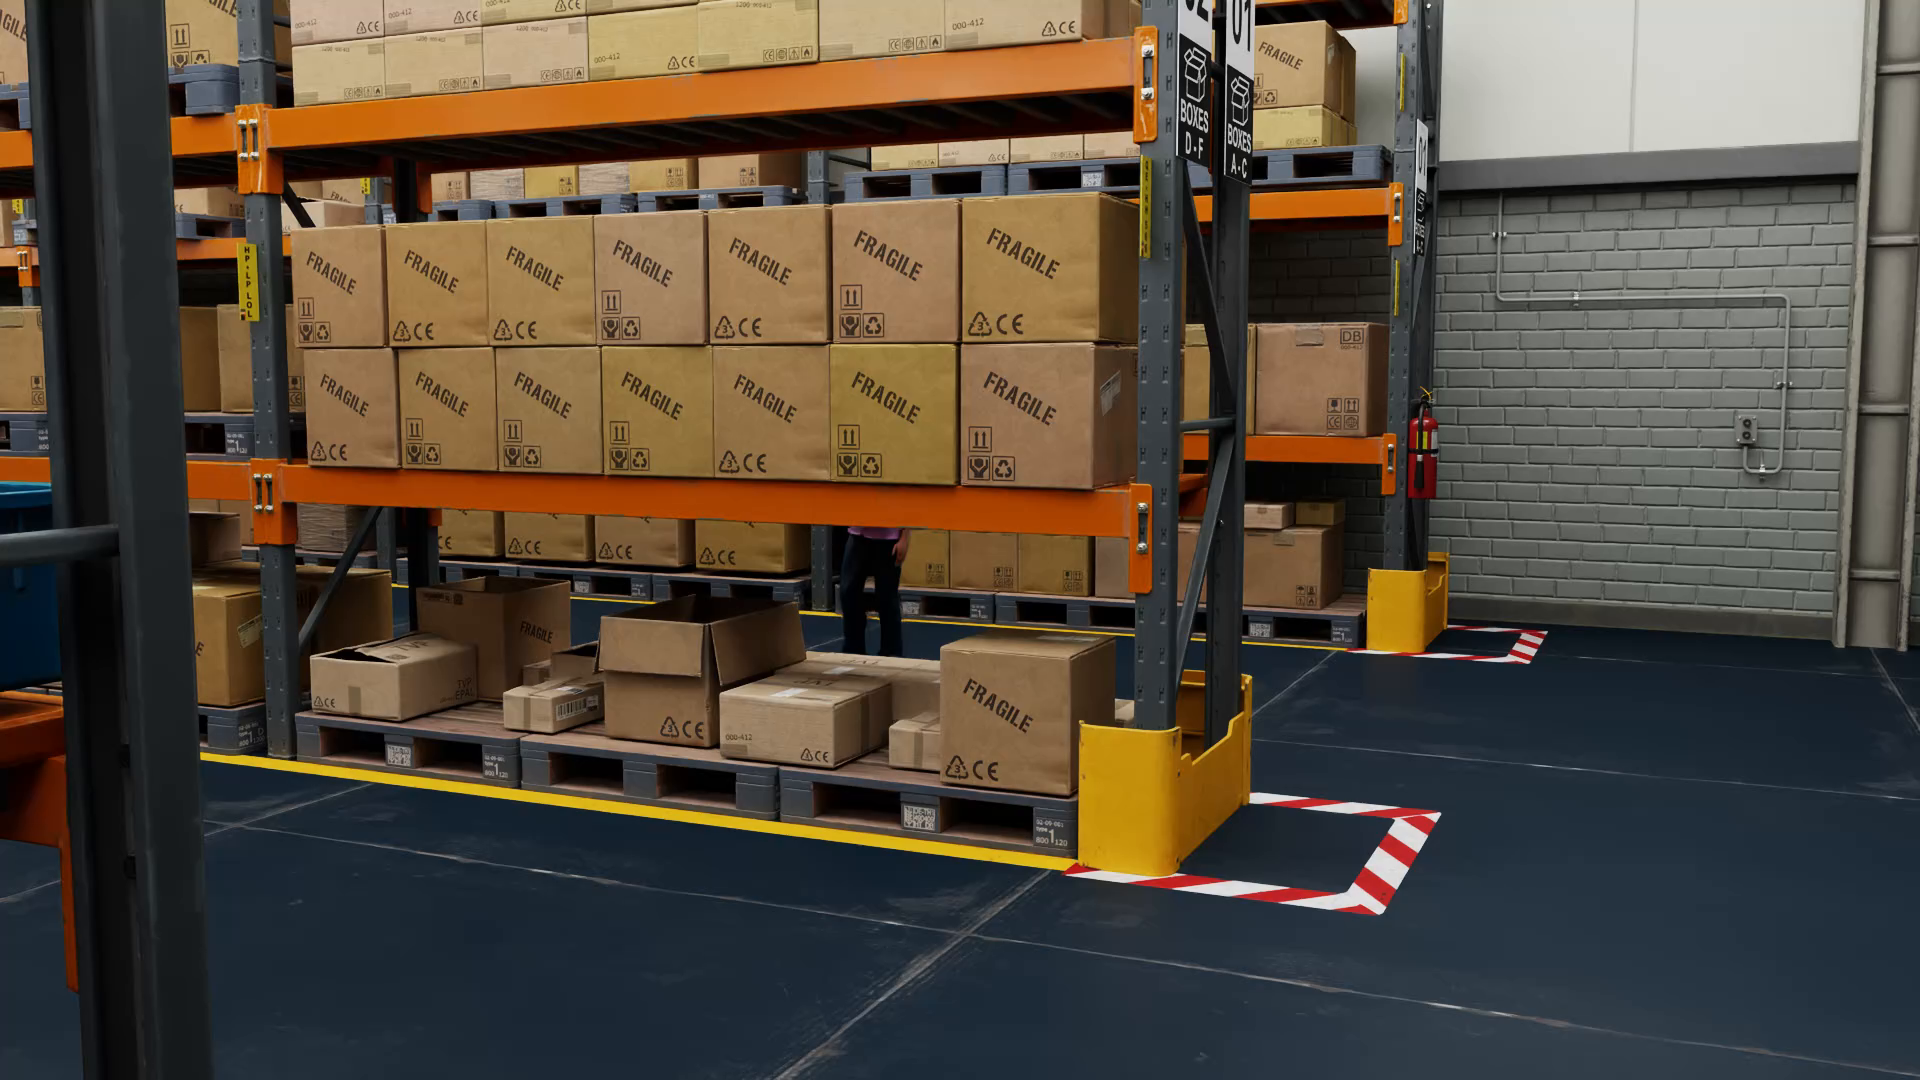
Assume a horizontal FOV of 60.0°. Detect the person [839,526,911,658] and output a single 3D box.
[{"bbox_3d":[-0.467,0.016,8.943,0.453,1.633,0.382,5,8,41],"label":"person"}]
